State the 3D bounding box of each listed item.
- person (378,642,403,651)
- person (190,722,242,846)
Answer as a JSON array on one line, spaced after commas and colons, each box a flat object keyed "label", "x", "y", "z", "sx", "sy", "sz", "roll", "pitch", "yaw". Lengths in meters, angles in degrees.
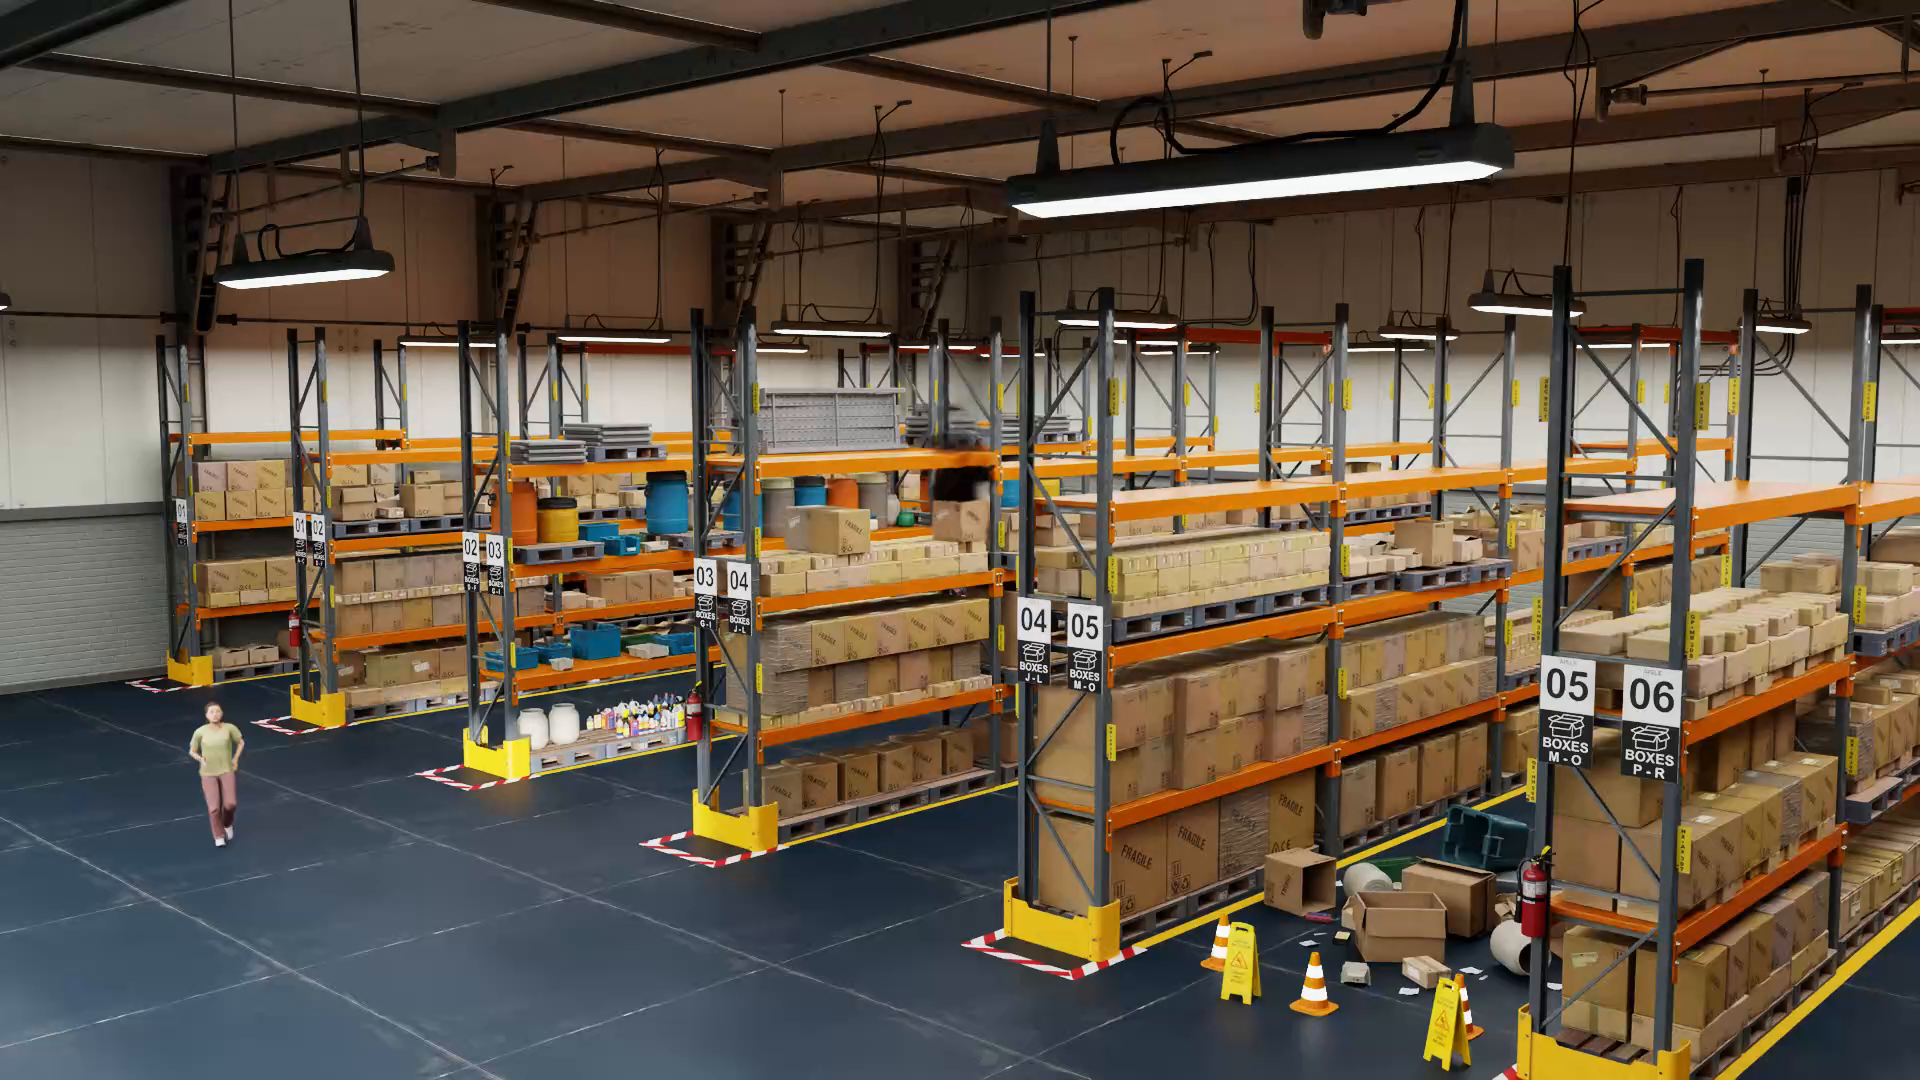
[{"label": "person", "x": -9.629, "y": 1.668, "z": 28.313, "sx": 0.576, "sy": 1.749, "sz": 0.732, "roll": 3, "pitch": 6, "yaw": 32}, {"label": "person", "x": -8.275, "y": 2.733, "z": 18.547, "sx": 0.538, "sy": 1.374, "sz": 0.510, "roll": -3, "pitch": 6, "yaw": -26}]
